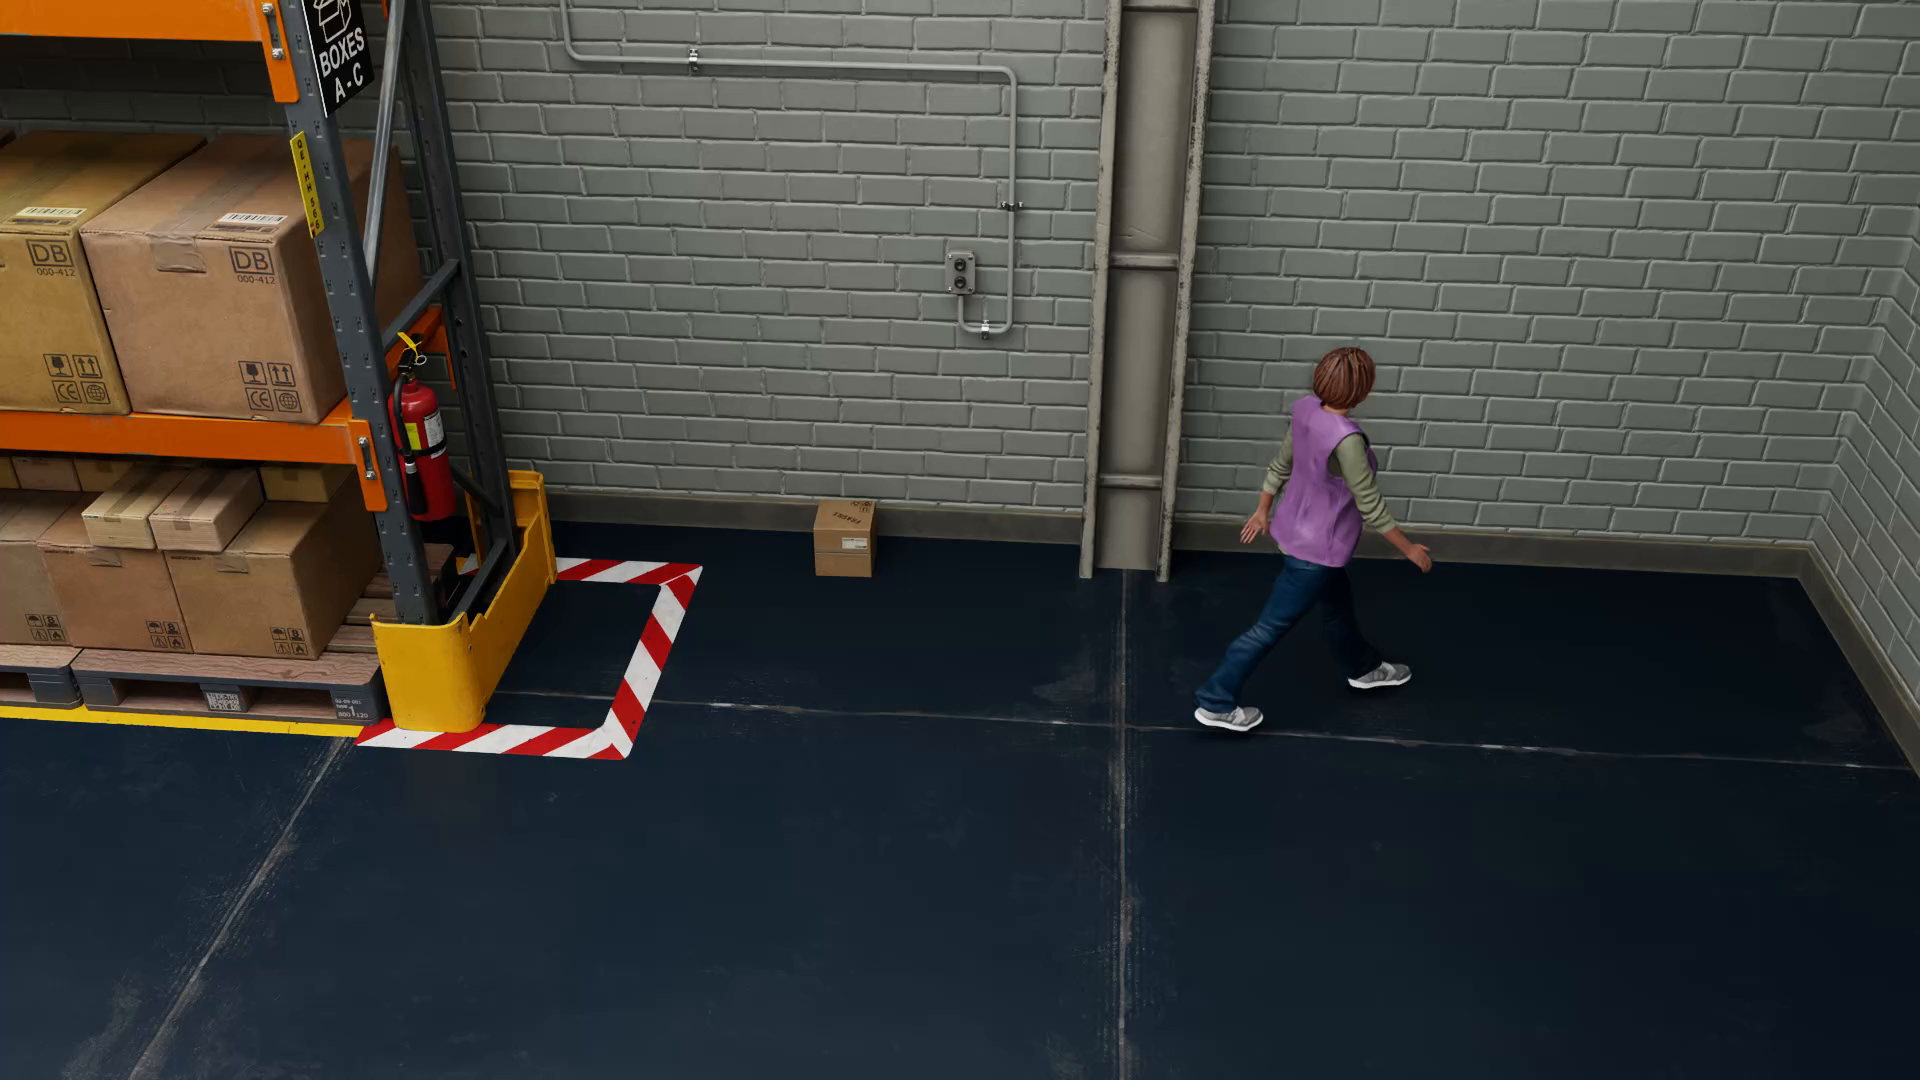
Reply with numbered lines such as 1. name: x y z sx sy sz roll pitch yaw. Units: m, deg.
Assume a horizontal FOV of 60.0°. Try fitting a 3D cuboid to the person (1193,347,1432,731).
1. person: 1.354 -0.003 6.129 0.966 1.536 0.512 -7 33 -11
